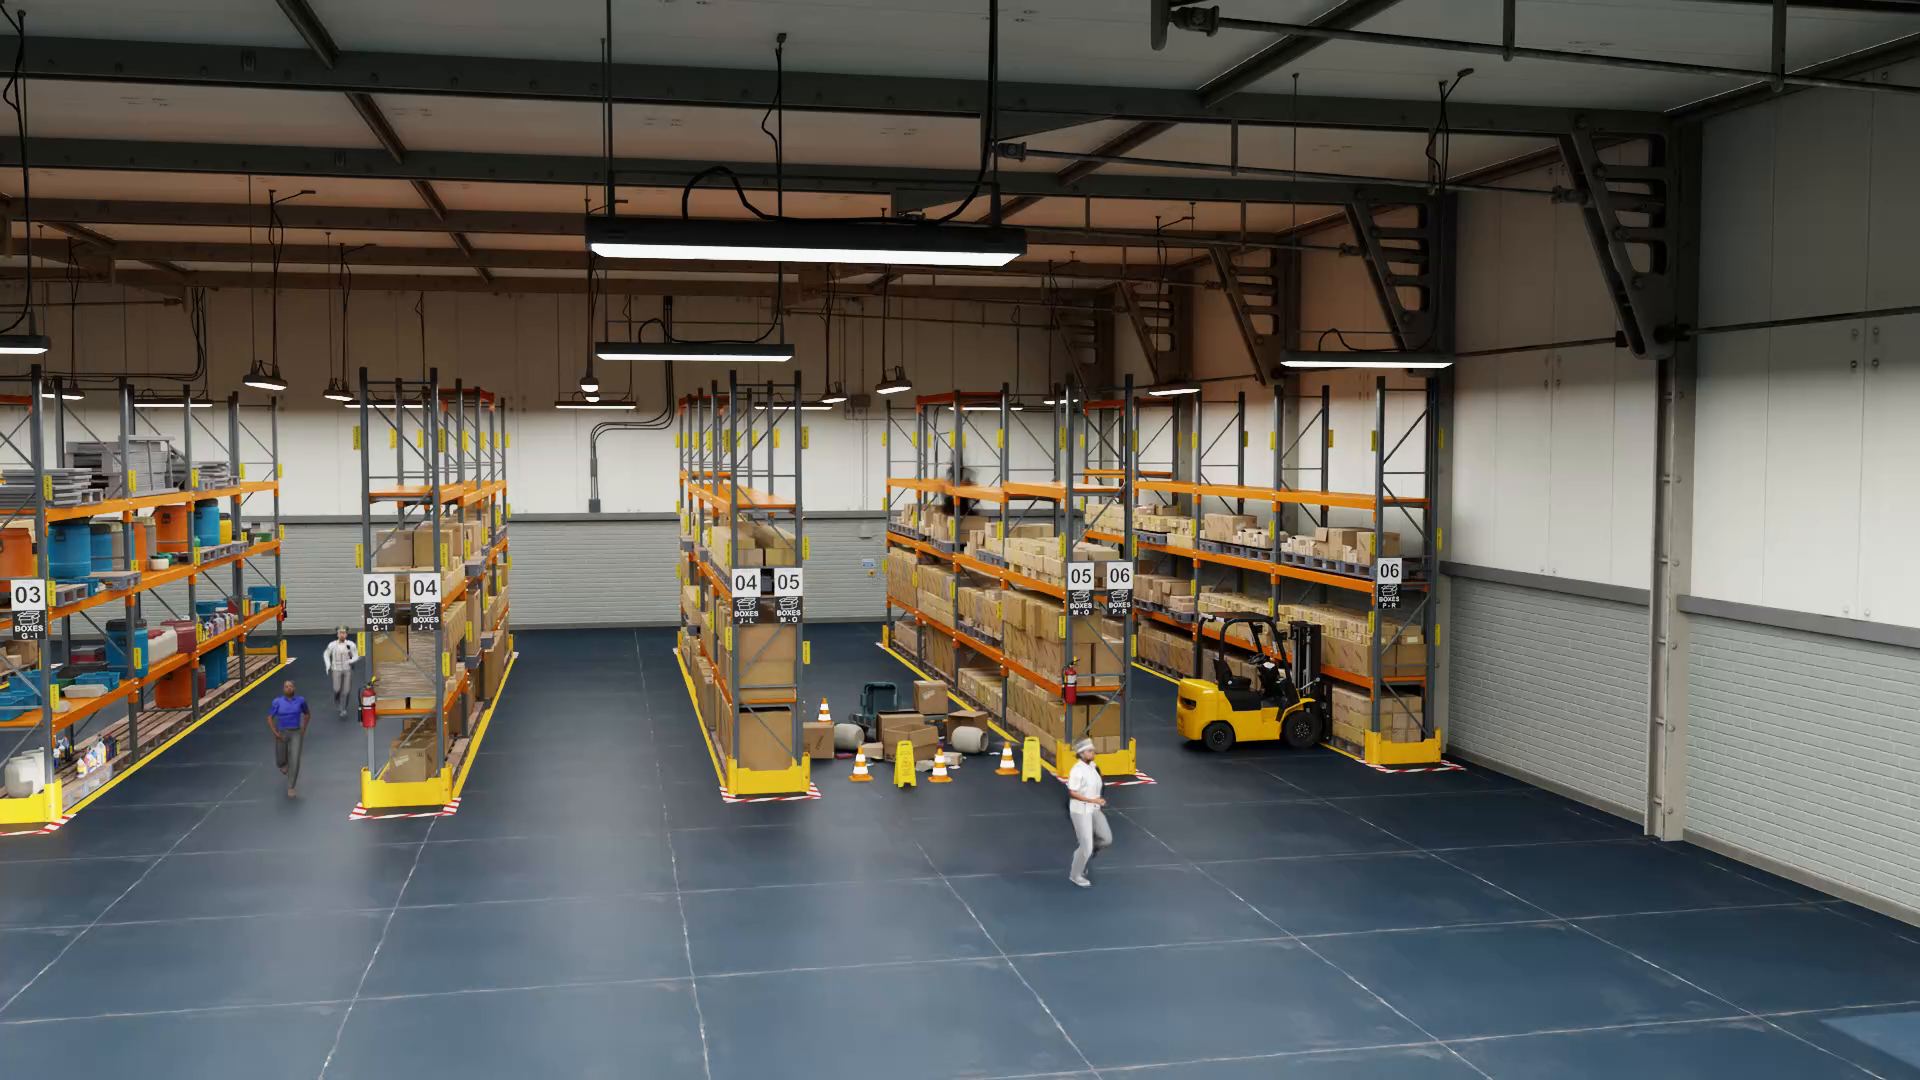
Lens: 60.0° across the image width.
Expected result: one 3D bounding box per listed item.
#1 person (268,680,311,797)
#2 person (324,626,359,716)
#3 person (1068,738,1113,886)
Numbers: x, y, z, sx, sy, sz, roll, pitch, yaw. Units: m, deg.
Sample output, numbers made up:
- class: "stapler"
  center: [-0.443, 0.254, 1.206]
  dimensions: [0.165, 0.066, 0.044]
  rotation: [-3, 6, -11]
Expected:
- class: "person"
  center: [-9.573, 2.807, 23.752]
  dimensions: [0.568, 1.632, 0.870]
  rotation: [-1, 4, -20]
- class: "person"
  center: [-11.197, 2.375, 30.119]
  dimensions: [0.599, 1.657, 0.562]
  rotation: [-1, 4, -22]
- class: "person"
  center: [1.468, 3.053, 18.704]
  dimensions: [0.528, 1.671, 0.624]
  rotation: [2, 4, 36]
